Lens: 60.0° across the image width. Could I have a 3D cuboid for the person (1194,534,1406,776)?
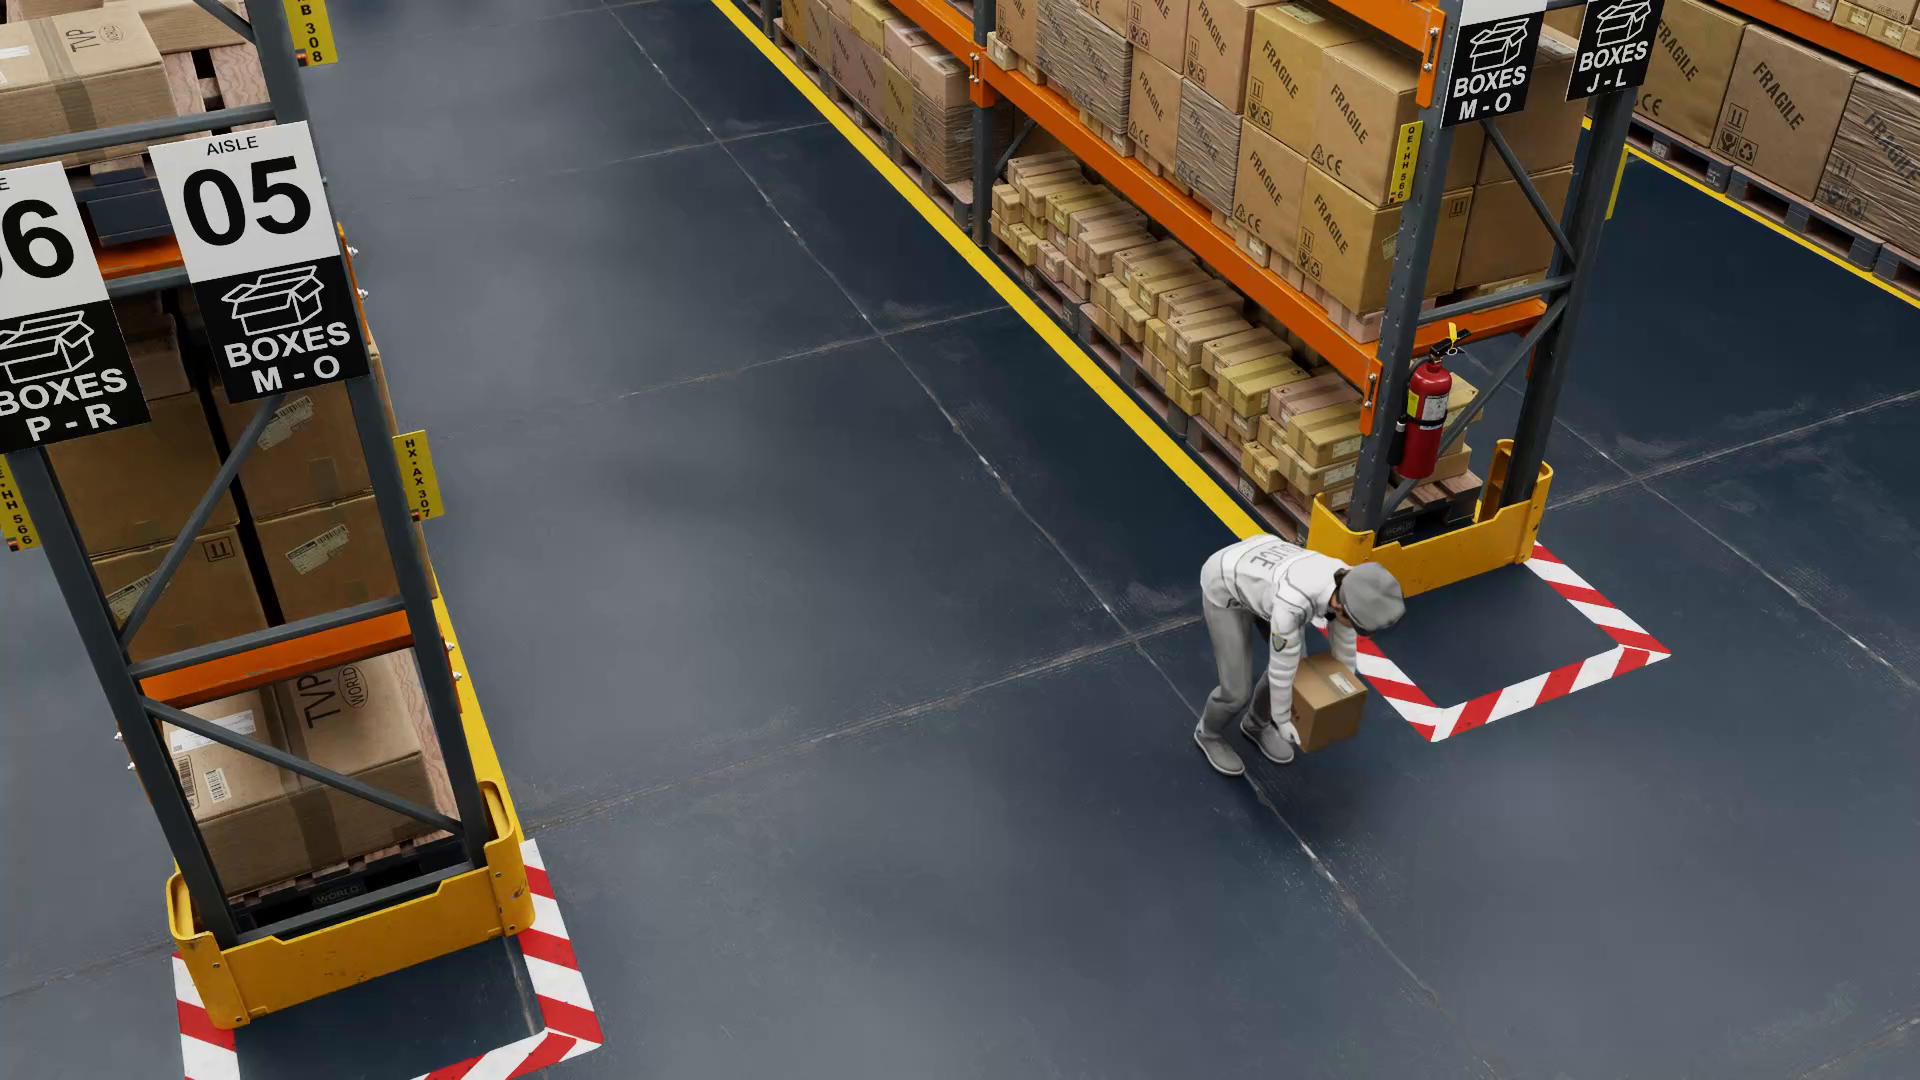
[{"bbox_3d":[1.302,0.474,6.563,0.424,1.269,0.888,-22,42,-26],"label":"person"}]
